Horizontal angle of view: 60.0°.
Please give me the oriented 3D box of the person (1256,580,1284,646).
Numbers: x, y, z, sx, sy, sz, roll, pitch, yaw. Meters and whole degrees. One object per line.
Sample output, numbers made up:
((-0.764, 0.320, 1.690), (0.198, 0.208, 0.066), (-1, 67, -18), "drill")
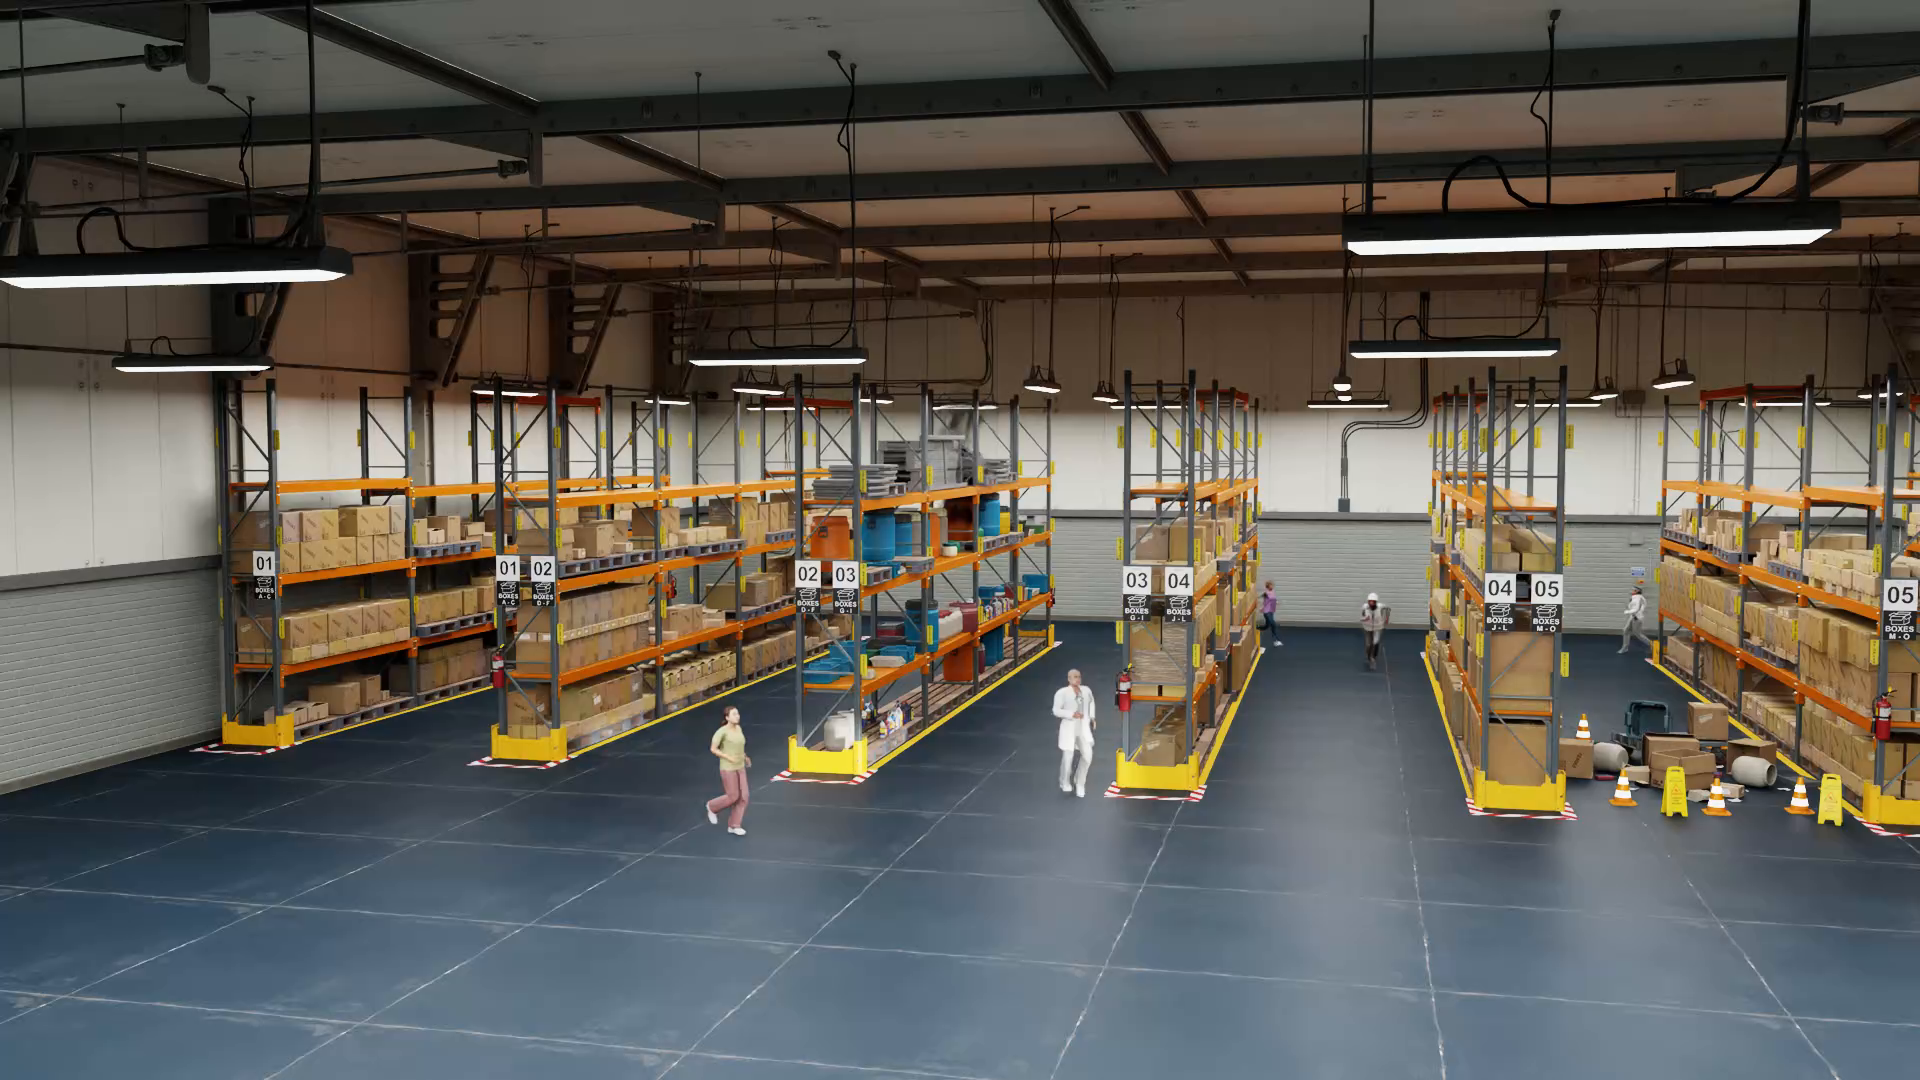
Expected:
((7.494, 1.763, 40.400), (0.936, 1.568, 0.567), (3, 5, 43), "person")

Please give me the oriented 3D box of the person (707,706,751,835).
((-2.949, 2.914, 21.190), (0.626, 1.628, 0.560), (2, 4, 36), "person")

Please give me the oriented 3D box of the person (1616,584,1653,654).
((15.731, 1.853, 38.637), (0.886, 1.676, 0.635), (1, 4, 22), "person")

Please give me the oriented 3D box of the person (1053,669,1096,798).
((1.633, 2.717, 23.395), (0.715, 1.802, 0.762), (-1, 4, -16), "person")

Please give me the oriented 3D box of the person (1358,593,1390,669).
((9.095, 1.992, 36.550), (0.695, 1.719, 0.974), (1, 4, 15), "person")
